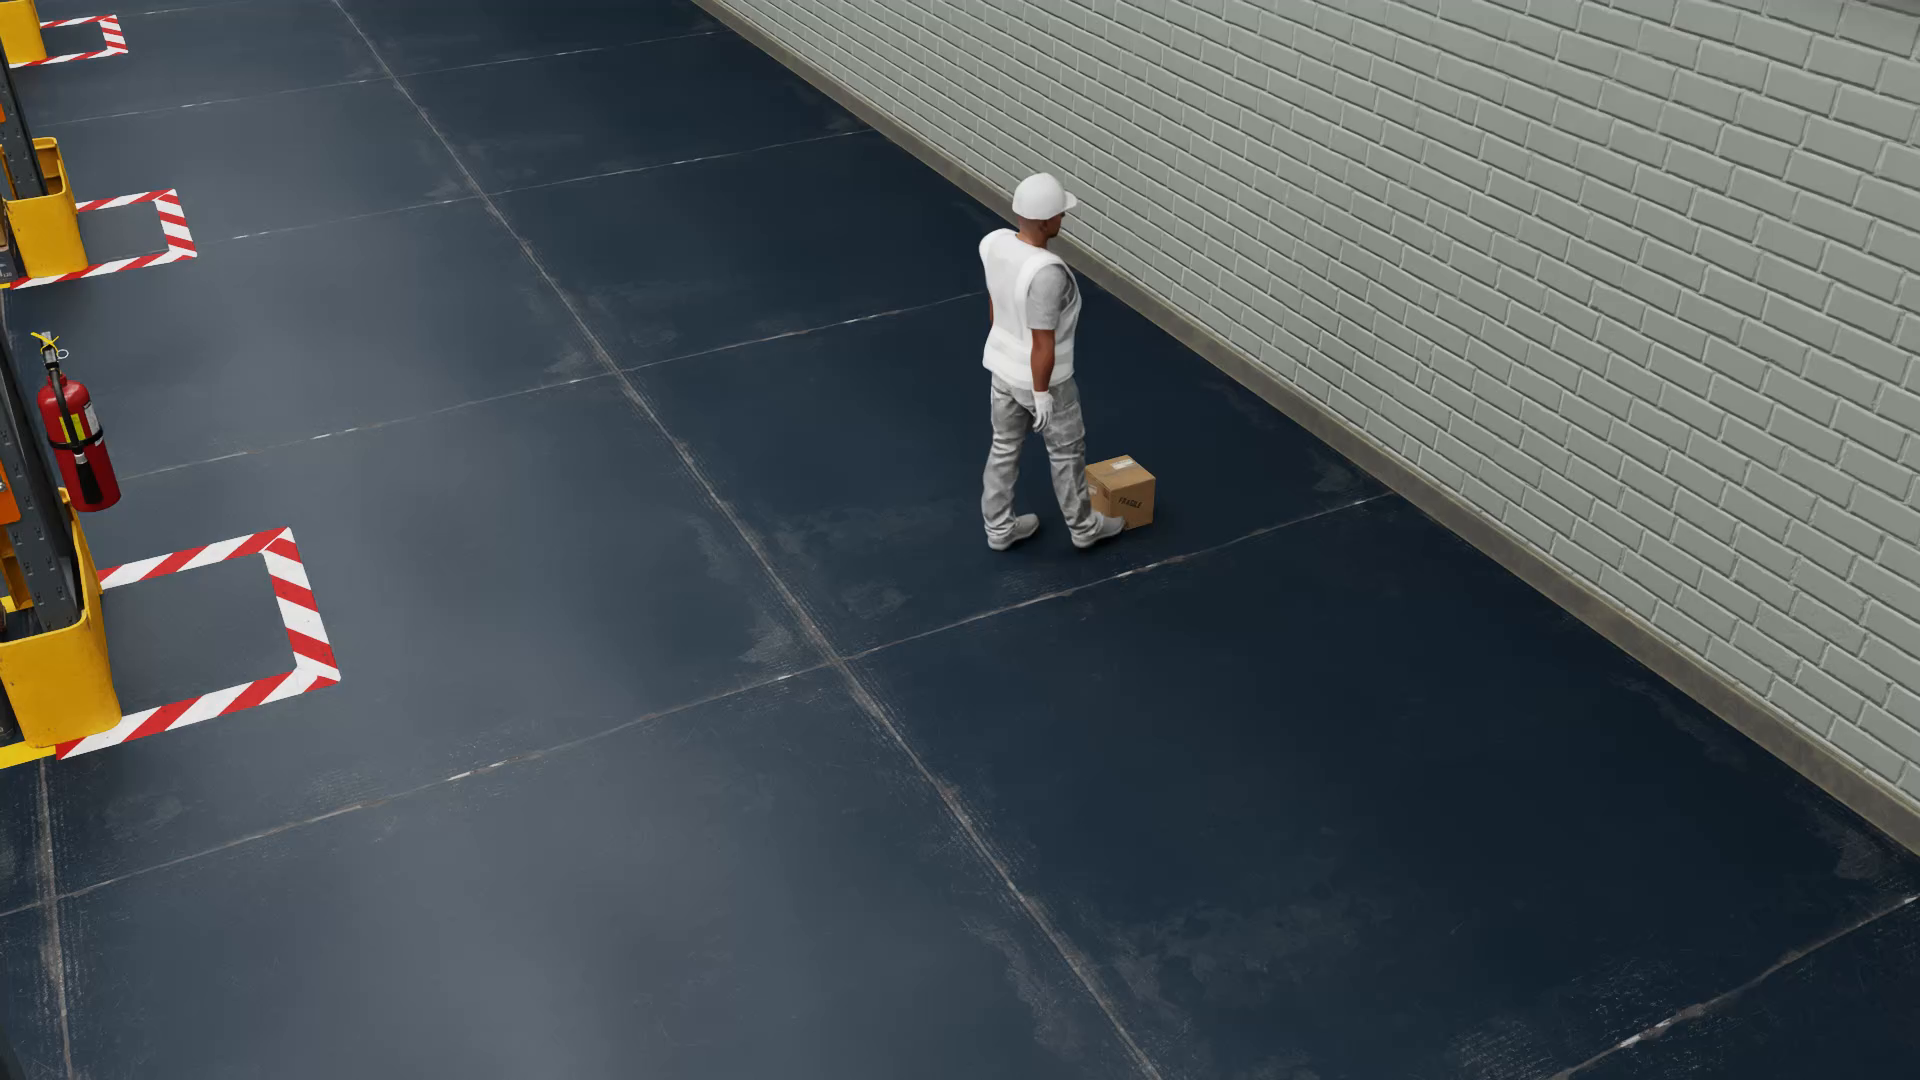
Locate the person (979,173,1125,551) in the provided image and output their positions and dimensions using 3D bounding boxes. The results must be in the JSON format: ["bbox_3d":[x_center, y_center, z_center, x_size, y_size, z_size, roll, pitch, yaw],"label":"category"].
[{"bbox_3d":[0.414,-0.790,7.331,0.637,1.779,0.566,-20,38,-28],"label":"person"}]
